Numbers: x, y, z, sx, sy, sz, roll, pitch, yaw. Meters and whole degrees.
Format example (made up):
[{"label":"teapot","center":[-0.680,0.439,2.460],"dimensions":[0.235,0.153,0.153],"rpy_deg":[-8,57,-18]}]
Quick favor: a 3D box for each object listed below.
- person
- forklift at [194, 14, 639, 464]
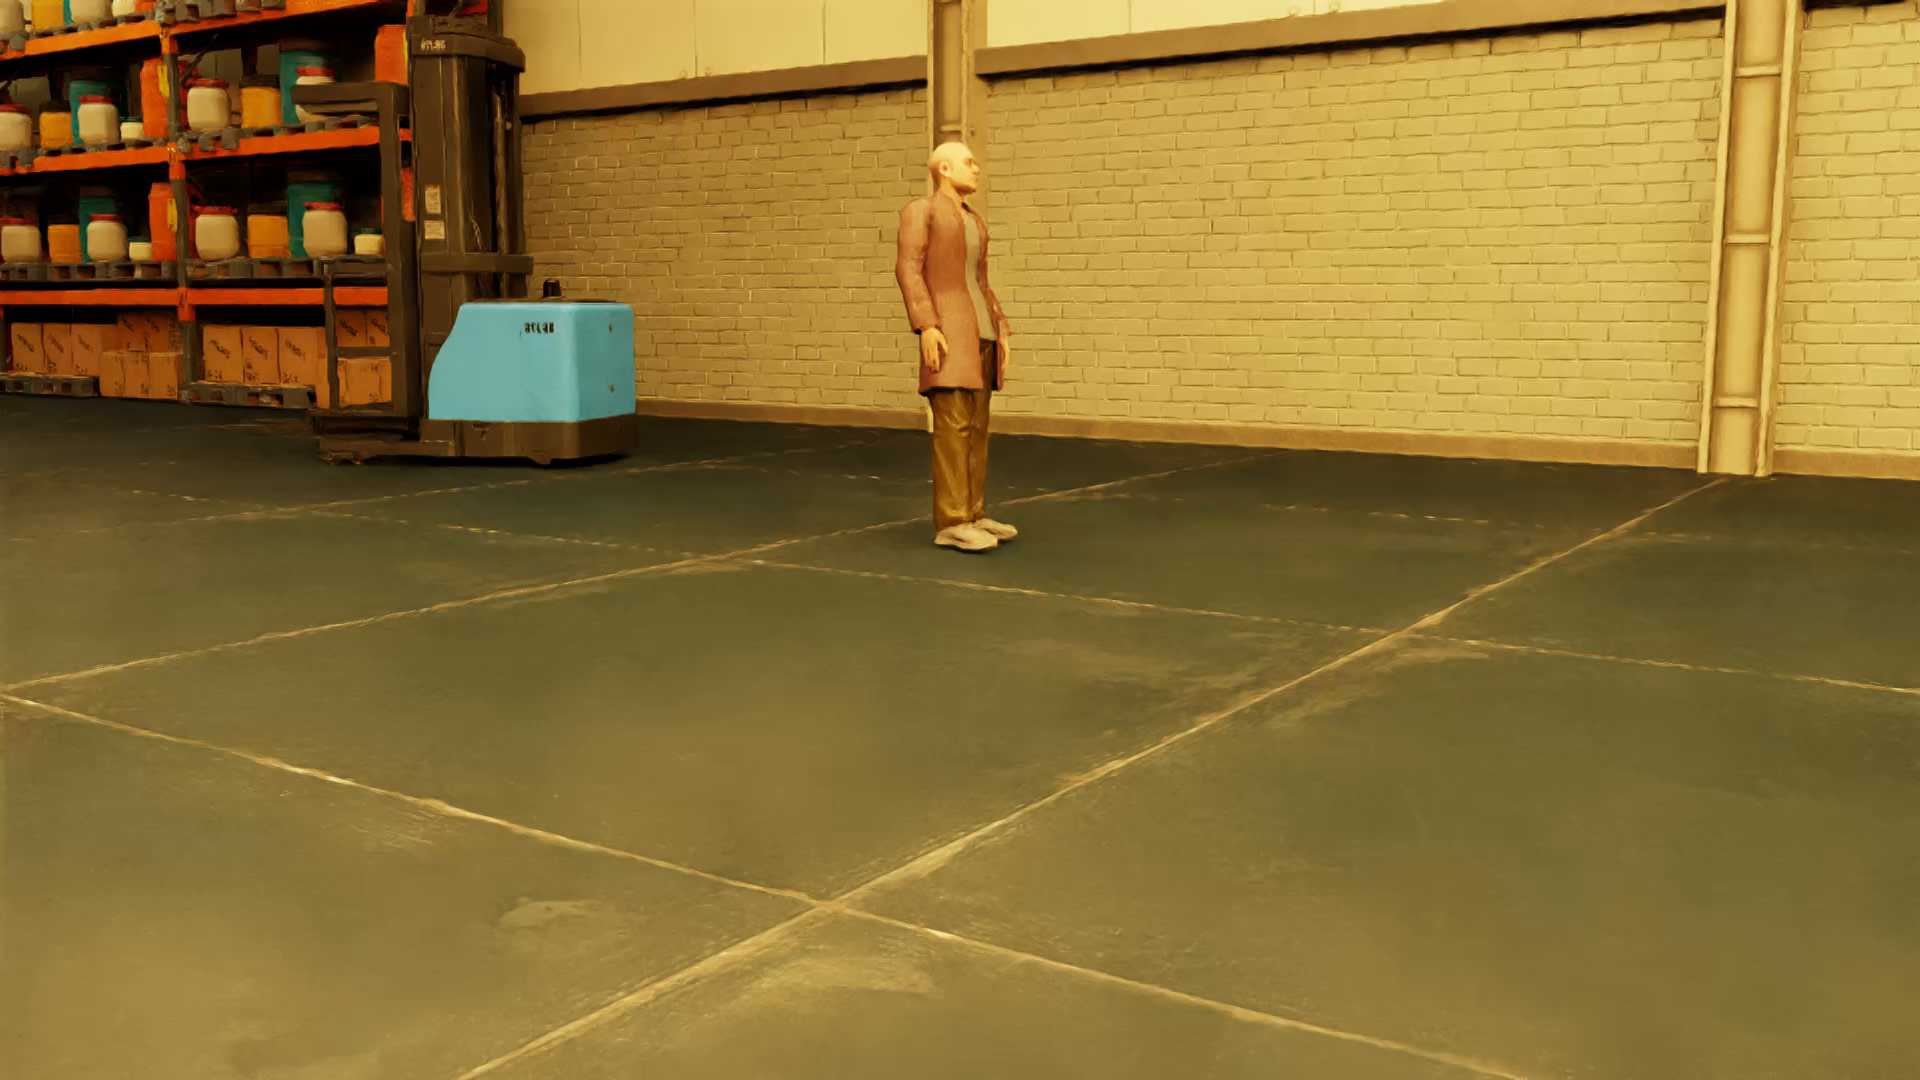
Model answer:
[{"label":"person","center":[0.073,-0.879,7.423],"dimensions":[0.580,1.776,0.694],"rpy_deg":[5,10,34]},{"label":"forklift","center":[-3.844,-2.033,11.488],"dimensions":[3.031,2.935,1.130],"rpy_deg":[2,8,14]}]
